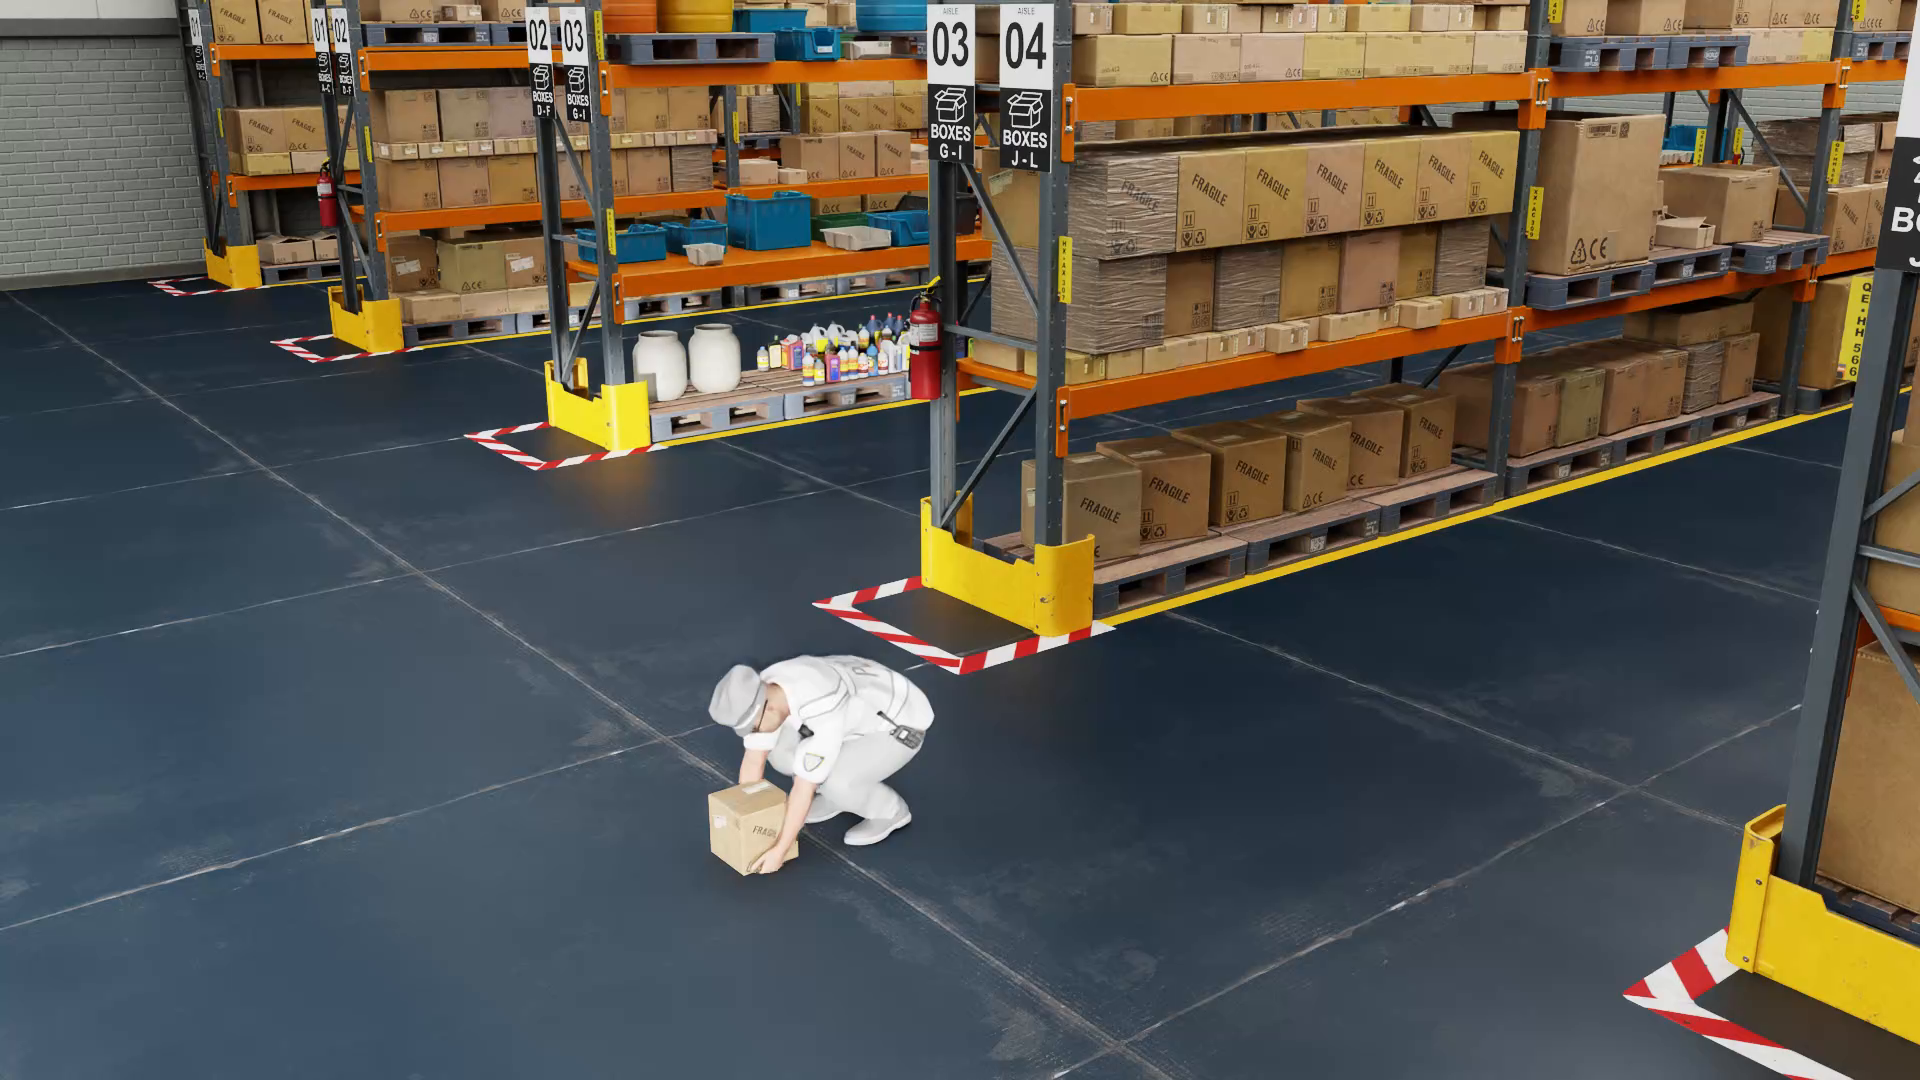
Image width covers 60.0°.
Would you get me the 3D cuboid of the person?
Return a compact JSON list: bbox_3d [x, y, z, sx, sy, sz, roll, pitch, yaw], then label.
[{"bbox_3d":[-0.555,0.829,6.592,0.986,0.894,0.539,-14,22,-37],"label":"person"}]
